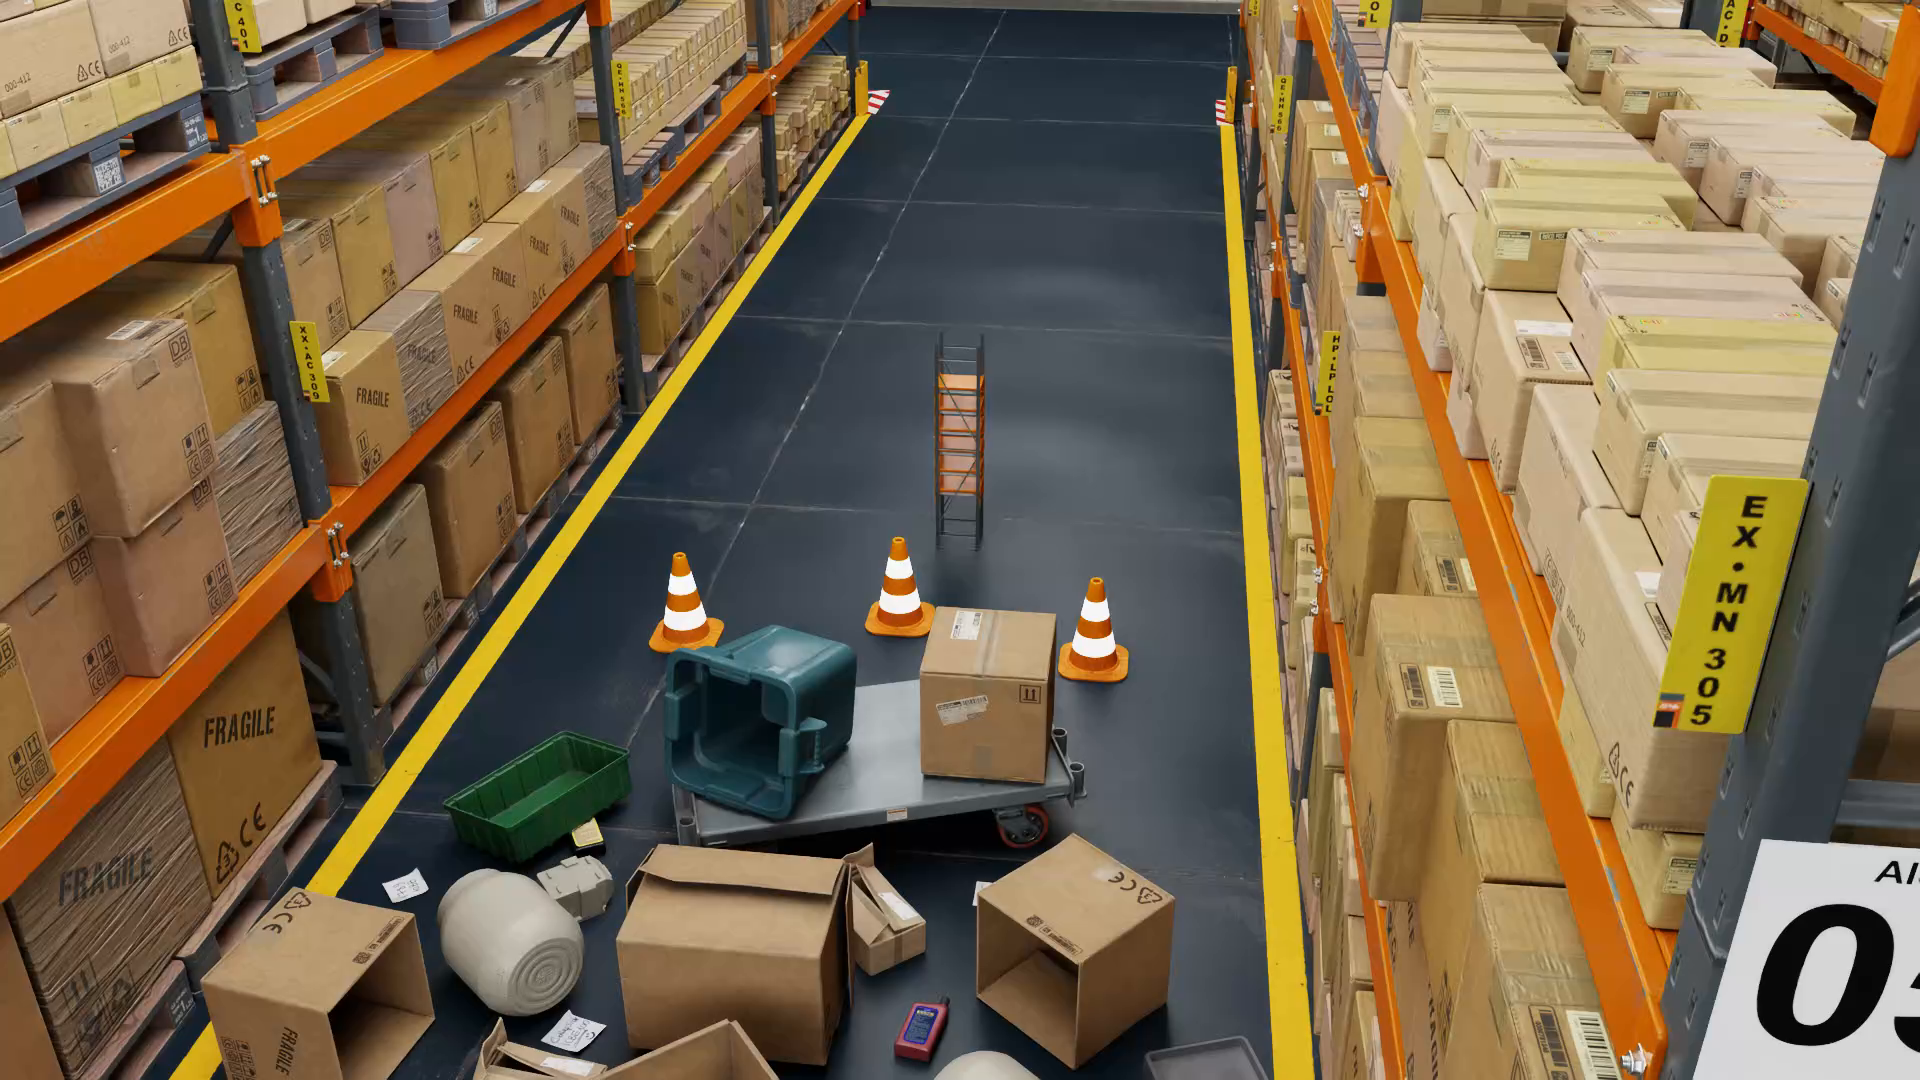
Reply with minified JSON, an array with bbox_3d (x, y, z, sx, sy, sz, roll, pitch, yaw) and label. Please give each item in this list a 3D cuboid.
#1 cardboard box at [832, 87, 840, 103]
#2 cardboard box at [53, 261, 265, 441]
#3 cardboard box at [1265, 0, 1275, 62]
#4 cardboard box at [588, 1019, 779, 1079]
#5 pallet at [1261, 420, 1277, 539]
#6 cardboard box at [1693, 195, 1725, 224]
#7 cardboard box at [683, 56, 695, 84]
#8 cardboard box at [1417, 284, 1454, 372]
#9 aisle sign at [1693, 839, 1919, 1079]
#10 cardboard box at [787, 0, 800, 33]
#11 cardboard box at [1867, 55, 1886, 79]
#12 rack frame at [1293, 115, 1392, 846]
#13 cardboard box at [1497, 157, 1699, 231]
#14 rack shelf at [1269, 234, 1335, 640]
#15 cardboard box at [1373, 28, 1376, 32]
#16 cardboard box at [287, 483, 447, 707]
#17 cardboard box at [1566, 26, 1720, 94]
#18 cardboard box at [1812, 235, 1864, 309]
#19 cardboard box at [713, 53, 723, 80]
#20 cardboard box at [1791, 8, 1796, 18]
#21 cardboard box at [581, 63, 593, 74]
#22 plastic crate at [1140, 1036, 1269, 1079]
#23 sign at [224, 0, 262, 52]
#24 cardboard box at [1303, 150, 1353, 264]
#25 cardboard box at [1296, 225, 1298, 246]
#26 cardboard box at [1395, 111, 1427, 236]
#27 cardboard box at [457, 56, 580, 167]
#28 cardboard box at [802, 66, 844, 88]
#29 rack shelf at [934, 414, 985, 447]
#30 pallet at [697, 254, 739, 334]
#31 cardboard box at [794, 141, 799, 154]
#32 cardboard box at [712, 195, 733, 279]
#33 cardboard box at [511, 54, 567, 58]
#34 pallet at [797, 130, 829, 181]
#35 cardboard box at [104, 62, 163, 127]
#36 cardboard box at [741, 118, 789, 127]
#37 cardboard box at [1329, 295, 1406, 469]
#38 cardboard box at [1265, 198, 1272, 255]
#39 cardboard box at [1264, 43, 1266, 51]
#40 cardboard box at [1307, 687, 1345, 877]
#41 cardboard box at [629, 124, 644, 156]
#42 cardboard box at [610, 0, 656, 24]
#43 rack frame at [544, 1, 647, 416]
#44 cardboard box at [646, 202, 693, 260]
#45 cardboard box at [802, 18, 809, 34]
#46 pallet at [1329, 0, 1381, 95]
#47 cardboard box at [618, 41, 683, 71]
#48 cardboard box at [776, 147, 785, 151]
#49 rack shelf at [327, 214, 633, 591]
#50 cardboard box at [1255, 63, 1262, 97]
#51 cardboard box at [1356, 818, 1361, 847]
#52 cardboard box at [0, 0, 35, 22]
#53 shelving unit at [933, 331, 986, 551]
[{"bbox_3d":[-1.407,-4.494,16.678,0.380,0.149,0.250,2,28,4],"label":"cardboard box"},{"bbox_3d":[-3.114,-0.664,6.023,0.875,0.550,0.550,3,28,6],"label":"cardboard box"},{"bbox_3d":[2.433,-3.636,11.678,0.500,0.500,0.500,3,28,5],"label":"cardboard box"},{"bbox_3d":[-0.897,1.954,5.093,0.797,0.503,0.637,-17,33,-29],"label":"cardboard box"},{"bbox_3d":[2.284,-0.341,9.661,1.003,0.211,1.213,3,28,6],"label":"pallet"},{"bbox_3d":[1.966,-0.739,4.141,0.500,0.250,0.500,3,28,5],"label":"cardboard box"},{"bbox_3d":[-2.100,-3.332,11.780,0.380,0.149,0.250,4,29,8],"label":"cardboard box"},{"bbox_3d":[1.364,-0.530,4.173,0.380,0.149,0.250,3,28,5],"label":"cardboard box"},{"bbox_3d":[1.105,0.697,2.053,0.394,0.787,0.004,3,28,6],"label":"aisle sign"},{"bbox_3d":[-1.690,-4.687,14.368,0.500,0.500,0.500,3,28,6],"label":"cardboard box"},{"bbox_3d":[7.604,-3.835,13.470,0.380,0.149,0.250,4,29,8],"label":"cardboard box"},{"bbox_3d":[1.891,-0.054,6.188,1.000,3.000,0.127,3,28,6],"label":"rack frame"},{"bbox_3d":[1.420,-0.749,3.739,0.380,0.149,0.250,4,29,7],"label":"cardboard box"},{"bbox_3d":[2.136,-0.679,8.106,1.077,0.370,4.000,3,28,6],"label":"rack shelf"},{"bbox_3d":[1.949,-2.255,6.825,0.500,0.250,0.500,4,29,7],"label":"cardboard box"},{"bbox_3d":[-3.048,0.214,7.619,1.050,0.750,0.750,3,28,6],"label":"cardboard box"},{"bbox_3d":[2.069,-1.453,5.046,0.380,0.149,0.250,4,29,7],"label":"cardboard box"},{"bbox_3d":[1.907,-0.476,3.232,0.380,0.149,0.250,4,29,8],"label":"cardboard box"},{"bbox_3d":[-2.001,-3.578,12.551,0.380,0.149,0.250,2,28,4],"label":"cardboard box"},{"bbox_3d":[7.992,-4.918,15.482,0.380,0.149,0.250,3,28,6],"label":"cardboard box"},{"bbox_3d":[-2.780,-3.249,11.626,0.380,0.149,0.250,4,29,7],"label":"cardboard box"},{"bbox_3d":[0.885,1.923,5.597,0.402,0.080,0.583,-6,29,-11],"label":"plastic crate"},{"bbox_3d":[-2.483,-1.846,5.722,0.100,0.325,0.005,3,28,6],"label":"sign"},{"bbox_3d":[1.981,-1.602,8.200,0.500,0.500,0.500,4,29,7],"label":"cardboard box"},{"bbox_3d":[2.009,-1.612,8.901,0.380,0.149,0.250,2,28,3],"label":"cardboard box"},{"bbox_3d":[1.511,-1.005,4.635,0.500,0.250,0.500,3,28,6],"label":"cardboard box"},{"bbox_3d":[-2.609,-2.450,9.476,0.700,0.500,0.500,3,28,6],"label":"cardboard box"},{"bbox_3d":[-1.371,-4.626,16.610,0.380,0.149,0.250,3,28,5],"label":"cardboard box"},{"bbox_3d":[-0.002,-0.588,8.917,0.258,0.103,0.180,3,28,6],"label":"rack shelf"},{"bbox_3d":[-2.295,-1.890,12.535,1.003,0.211,1.213,3,28,6],"label":"pallet"},{"bbox_3d":[-1.699,-3.639,15.405,0.380,0.149,0.250,2,28,4],"label":"cardboard box"},{"bbox_3d":[-2.025,-2.299,12.547,0.500,0.500,0.500,3,28,5],"label":"cardboard box"},{"bbox_3d":[-2.845,-3.138,11.107,0.380,0.149,0.250,4,29,8],"label":"cardboard box"},{"bbox_3d":[-1.860,-3.726,15.944,1.003,0.211,1.213,3,28,6],"label":"pallet"},{"bbox_3d":[-2.792,-1.424,5.285,0.380,0.149,0.250,4,29,7],"label":"cardboard box"},{"bbox_3d":[-1.732,-3.650,14.798,0.380,0.149,0.250,3,28,5],"label":"cardboard box"},{"bbox_3d":[1.622,-0.475,5.495,0.700,0.500,0.500,3,28,6],"label":"cardboard box"},{"bbox_3d":[2.874,-2.773,13.032,0.875,0.875,0.875,4,29,8],"label":"cardboard box"},{"bbox_3d":[2.501,-3.536,12.282,0.500,0.250,0.500,4,29,7],"label":"cardboard box"},{"bbox_3d":[1.551,0.904,6.076,0.500,0.500,0.500,5,29,9],"label":"cardboard box"},{"bbox_3d":[-2.256,-2.576,10.692,0.380,0.149,0.250,5,29,9],"label":"cardboard box"},{"bbox_3d":[-2.587,-4.106,12.903,0.380,0.149,0.250,4,29,8],"label":"cardboard box"},{"bbox_3d":[-2.544,-2.177,10.128,1.000,3.000,0.127,3,28,6],"label":"rack frame"},{"bbox_3d":[-2.157,-2.141,11.463,0.500,0.250,0.500,3,28,6],"label":"cardboard box"},{"bbox_3d":[-1.582,-4.686,15.051,0.380,0.149,0.250,5,29,8],"label":"cardboard box"},{"bbox_3d":[2.196,-2.065,6.955,1.213,0.211,1.003,3,28,6],"label":"pallet"},{"bbox_3d":[-2.136,-3.338,11.479,0.380,0.149,0.250,4,29,8],"label":"cardboard box"},{"bbox_3d":[-1.750,-3.397,14.642,0.380,0.149,0.250,4,29,7],"label":"cardboard box"},{"bbox_3d":[-2.789,-0.919,8.551,1.077,0.370,4.000,3,28,6],"label":"rack shelf"},{"bbox_3d":[2.555,-3.562,12.857,0.500,0.250,0.500,3,28,5],"label":"cardboard box"},{"bbox_3d":[1.368,0.788,4.890,0.380,0.149,0.250,3,29,6],"label":"cardboard box"},{"bbox_3d":[-2.856,-1.539,4.657,0.380,0.149,0.250,4,29,7],"label":"cardboard box"},{"bbox_3d":[-0.002,-0.521,8.953,0.258,1.200,0.189,3,28,6],"label":"shelving unit"}]
